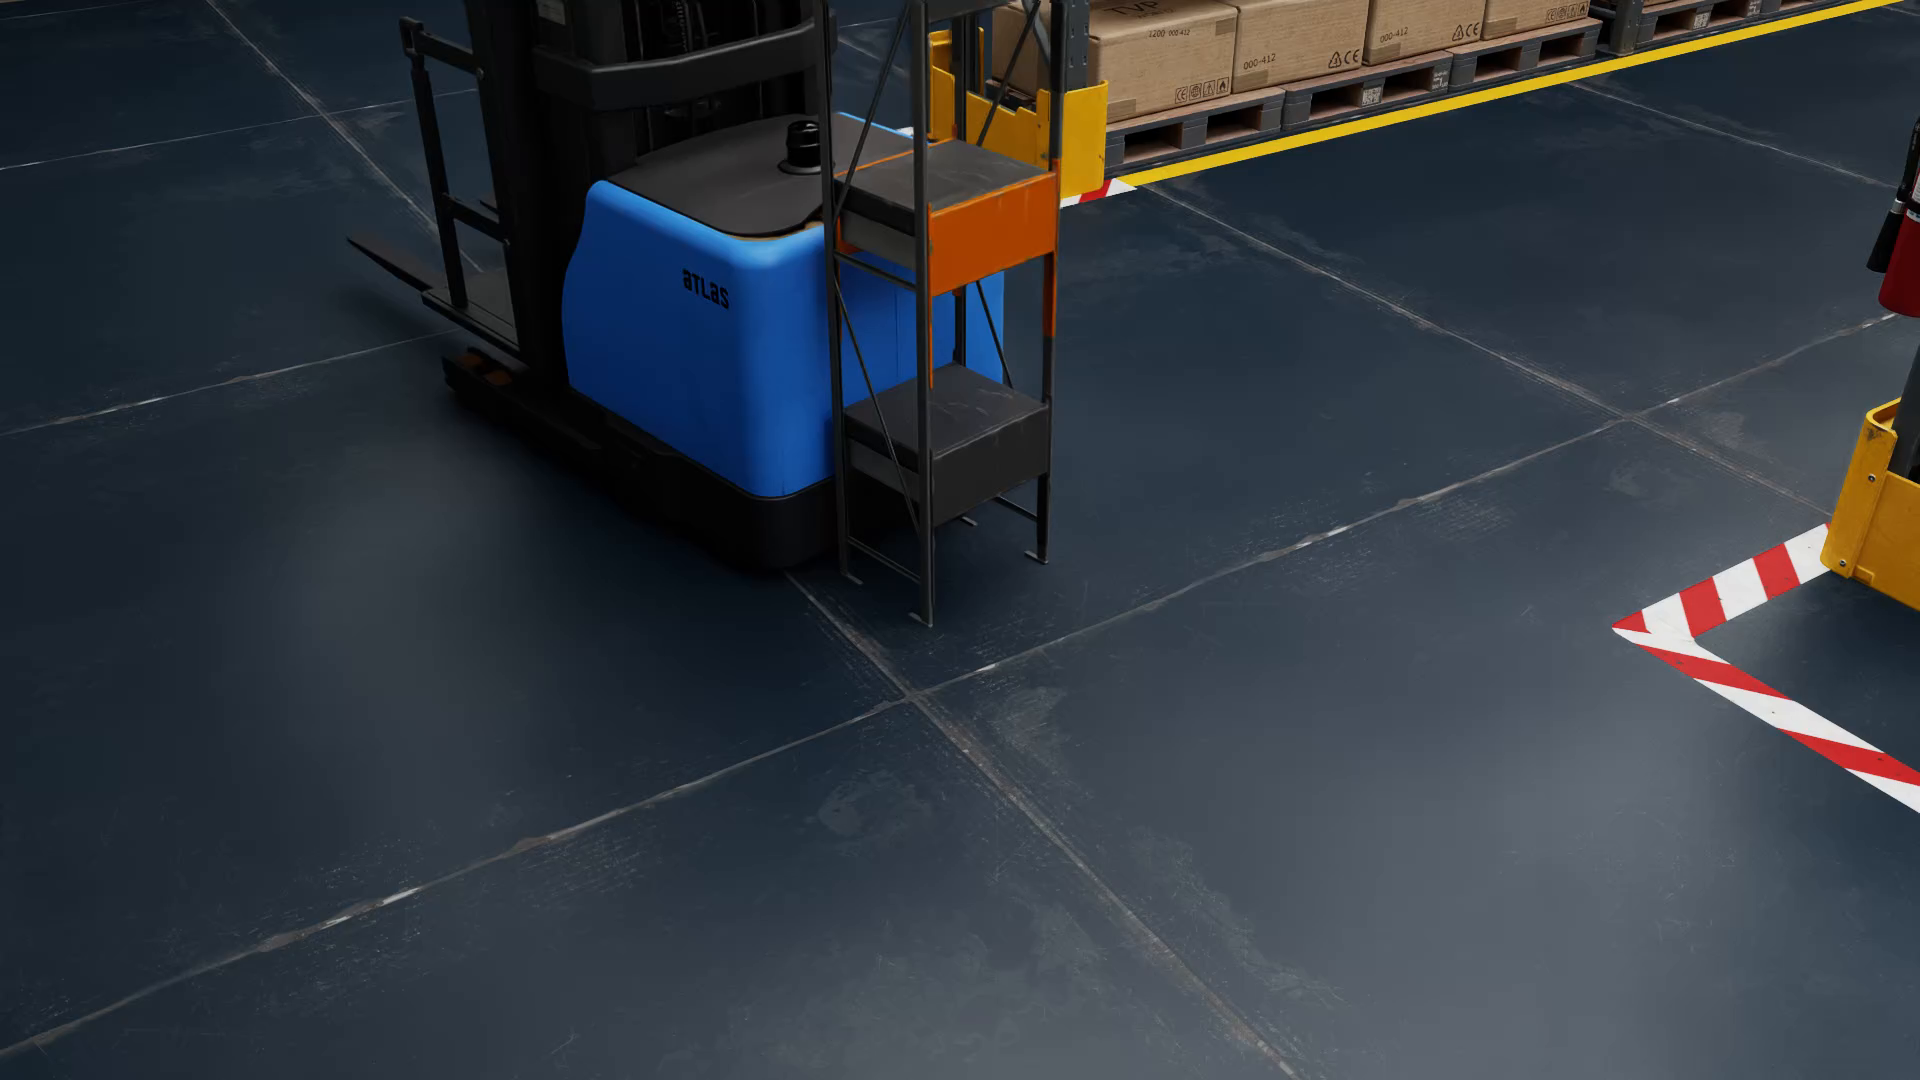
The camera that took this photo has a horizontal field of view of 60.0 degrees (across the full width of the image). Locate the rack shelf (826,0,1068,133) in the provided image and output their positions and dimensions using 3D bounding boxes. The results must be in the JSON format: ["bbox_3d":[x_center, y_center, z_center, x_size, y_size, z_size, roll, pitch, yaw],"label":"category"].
[{"bbox_3d":[-0.048,-1.377,4.179,0.480,0.518,0.431,-27,41,-36],"label":"rack shelf"}]

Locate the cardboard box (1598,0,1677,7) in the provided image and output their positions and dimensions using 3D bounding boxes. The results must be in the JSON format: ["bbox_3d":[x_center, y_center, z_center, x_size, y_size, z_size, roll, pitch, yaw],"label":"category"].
[{"bbox_3d":[4.106,-3.814,10.083,0.875,0.875,0.875,-18,36,-26],"label":"cardboard box"}]

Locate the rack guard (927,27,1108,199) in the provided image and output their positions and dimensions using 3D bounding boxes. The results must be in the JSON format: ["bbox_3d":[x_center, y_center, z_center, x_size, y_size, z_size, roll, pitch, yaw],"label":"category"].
[{"bbox_3d":[0.246,-2.100,8.110,0.348,0.500,1.175,-19,37,-27],"label":"rack guard"}]

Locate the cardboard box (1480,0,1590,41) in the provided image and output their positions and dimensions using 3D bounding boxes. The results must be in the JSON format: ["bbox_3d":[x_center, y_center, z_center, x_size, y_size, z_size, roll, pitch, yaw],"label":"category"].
[{"bbox_3d":[3.043,-3.281,9.647,0.875,0.438,0.875,-20,37,-28],"label":"cardboard box"}]

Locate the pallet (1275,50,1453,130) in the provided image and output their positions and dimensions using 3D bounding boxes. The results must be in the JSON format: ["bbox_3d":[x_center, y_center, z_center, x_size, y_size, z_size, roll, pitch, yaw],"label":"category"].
[{"bbox_3d":[1.921,-2.601,9.176,1.213,0.211,1.003,-19,37,-27],"label":"pallet"}]

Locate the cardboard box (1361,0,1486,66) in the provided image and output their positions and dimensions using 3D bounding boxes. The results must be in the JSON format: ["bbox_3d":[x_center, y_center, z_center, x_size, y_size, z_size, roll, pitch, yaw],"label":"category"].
[{"bbox_3d":[2.291,-3.022,9.236,0.875,0.438,0.875,-20,37,-29],"label":"cardboard box"}]

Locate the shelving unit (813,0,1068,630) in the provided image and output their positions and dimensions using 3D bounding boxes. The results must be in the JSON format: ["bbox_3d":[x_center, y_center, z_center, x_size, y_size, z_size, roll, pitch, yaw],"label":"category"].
[{"bbox_3d":[-0.048,-0.797,4.545,0.503,2.100,0.431,-27,41,-36],"label":"shelving unit"}]

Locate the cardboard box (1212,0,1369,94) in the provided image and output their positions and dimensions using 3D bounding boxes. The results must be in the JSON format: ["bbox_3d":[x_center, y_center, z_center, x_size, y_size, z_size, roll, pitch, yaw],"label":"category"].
[{"bbox_3d":[1.532,-2.762,8.824,0.875,0.438,0.875,-18,36,-26],"label":"cardboard box"}]

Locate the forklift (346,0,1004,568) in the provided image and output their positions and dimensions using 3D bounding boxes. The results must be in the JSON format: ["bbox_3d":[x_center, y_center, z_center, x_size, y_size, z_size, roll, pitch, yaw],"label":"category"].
[{"bbox_3d":[-1.229,-1.845,5.428,1.130,2.935,3.031,-27,41,-36],"label":"forklift"}]

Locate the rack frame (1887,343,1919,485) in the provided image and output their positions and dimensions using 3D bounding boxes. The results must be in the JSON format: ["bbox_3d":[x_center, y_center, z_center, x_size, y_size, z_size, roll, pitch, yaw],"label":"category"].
[{"bbox_3d":[3.034,-0.973,3.981,0.127,3.000,1.000,-19,37,-27],"label":"rack frame"}]

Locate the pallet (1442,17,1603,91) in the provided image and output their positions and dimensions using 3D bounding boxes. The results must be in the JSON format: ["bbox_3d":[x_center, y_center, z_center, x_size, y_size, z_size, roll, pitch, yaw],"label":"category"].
[{"bbox_3d":[2.947,-2.956,9.738,1.213,0.211,1.003,-19,37,-27],"label":"pallet"}]

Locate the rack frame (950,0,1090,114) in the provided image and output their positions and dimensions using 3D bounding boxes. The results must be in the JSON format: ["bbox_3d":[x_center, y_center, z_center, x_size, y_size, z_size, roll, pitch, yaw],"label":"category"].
[{"bbox_3d":[0.267,-3.164,7.454,0.127,3.000,1.000,-19,37,-27],"label":"rack frame"}]

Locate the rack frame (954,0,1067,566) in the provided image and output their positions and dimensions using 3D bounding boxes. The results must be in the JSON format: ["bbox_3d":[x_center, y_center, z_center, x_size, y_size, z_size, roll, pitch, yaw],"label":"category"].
[{"bbox_3d":[0.128,-0.887,4.688,0.015,2.100,0.400,-27,41,-36],"label":"rack frame"}]

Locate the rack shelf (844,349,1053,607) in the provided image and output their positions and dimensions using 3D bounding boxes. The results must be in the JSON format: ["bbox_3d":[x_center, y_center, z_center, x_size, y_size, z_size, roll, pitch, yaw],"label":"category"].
[{"bbox_3d":[-0.048,-0.193,4.926,0.480,0.518,0.431,-27,41,-36],"label":"rack shelf"}]

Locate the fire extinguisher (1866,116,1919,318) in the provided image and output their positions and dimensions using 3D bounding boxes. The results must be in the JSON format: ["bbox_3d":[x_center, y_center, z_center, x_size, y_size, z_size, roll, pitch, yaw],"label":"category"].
[{"bbox_3d":[2.572,-0.917,4.314,0.183,0.674,0.296,-19,37,-27],"label":"fire extinguisher"}]

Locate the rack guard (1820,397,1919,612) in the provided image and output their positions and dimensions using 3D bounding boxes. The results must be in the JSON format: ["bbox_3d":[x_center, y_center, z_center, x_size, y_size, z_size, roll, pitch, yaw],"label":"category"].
[{"bbox_3d":[3.097,0.062,4.683,0.348,0.500,1.175,-19,37,-27],"label":"rack guard"}]

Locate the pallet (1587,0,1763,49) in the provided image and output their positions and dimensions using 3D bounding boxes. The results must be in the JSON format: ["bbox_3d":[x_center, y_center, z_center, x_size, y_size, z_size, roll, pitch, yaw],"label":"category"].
[{"bbox_3d":[4.236,-3.398,10.438,1.213,0.211,1.003,-19,37,-27],"label":"pallet"}]

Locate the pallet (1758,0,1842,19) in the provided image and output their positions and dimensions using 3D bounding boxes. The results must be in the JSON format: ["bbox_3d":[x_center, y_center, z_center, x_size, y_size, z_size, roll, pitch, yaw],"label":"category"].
[{"bbox_3d":[5.263,-3.752,11.001,1.213,0.211,1.003,-19,37,-27],"label":"pallet"}]

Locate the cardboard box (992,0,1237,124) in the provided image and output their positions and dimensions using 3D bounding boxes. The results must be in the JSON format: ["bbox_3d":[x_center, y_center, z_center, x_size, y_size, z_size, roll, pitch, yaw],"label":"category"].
[{"bbox_3d":[0.767,-2.493,8.399,0.875,0.438,0.875,-20,38,-29],"label":"cardboard box"}]

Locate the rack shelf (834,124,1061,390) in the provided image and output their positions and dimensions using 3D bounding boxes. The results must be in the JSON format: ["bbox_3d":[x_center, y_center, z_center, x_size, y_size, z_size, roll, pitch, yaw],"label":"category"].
[{"bbox_3d":[-0.048,-0.785,4.552,0.480,0.518,0.431,-27,41,-36],"label":"rack shelf"}]

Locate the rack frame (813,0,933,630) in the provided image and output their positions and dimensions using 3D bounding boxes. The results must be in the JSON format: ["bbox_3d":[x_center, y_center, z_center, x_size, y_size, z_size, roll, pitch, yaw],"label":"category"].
[{"bbox_3d":[-0.224,-0.707,4.402,0.015,2.100,0.400,-27,41,-36],"label":"rack frame"}]

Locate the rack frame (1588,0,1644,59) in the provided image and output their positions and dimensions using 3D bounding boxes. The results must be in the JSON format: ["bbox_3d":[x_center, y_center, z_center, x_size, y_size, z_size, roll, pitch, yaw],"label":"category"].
[{"bbox_3d":[3.629,-4.320,9.287,0.127,3.000,1.000,-19,37,-27],"label":"rack frame"}]

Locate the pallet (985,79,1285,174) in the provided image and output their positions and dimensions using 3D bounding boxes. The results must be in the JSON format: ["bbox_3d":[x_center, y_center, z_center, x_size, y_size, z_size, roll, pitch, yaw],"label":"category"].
[{"bbox_3d":[0.896,-2.251,8.620,1.213,0.211,1.003,-19,37,-27],"label":"pallet"}]
